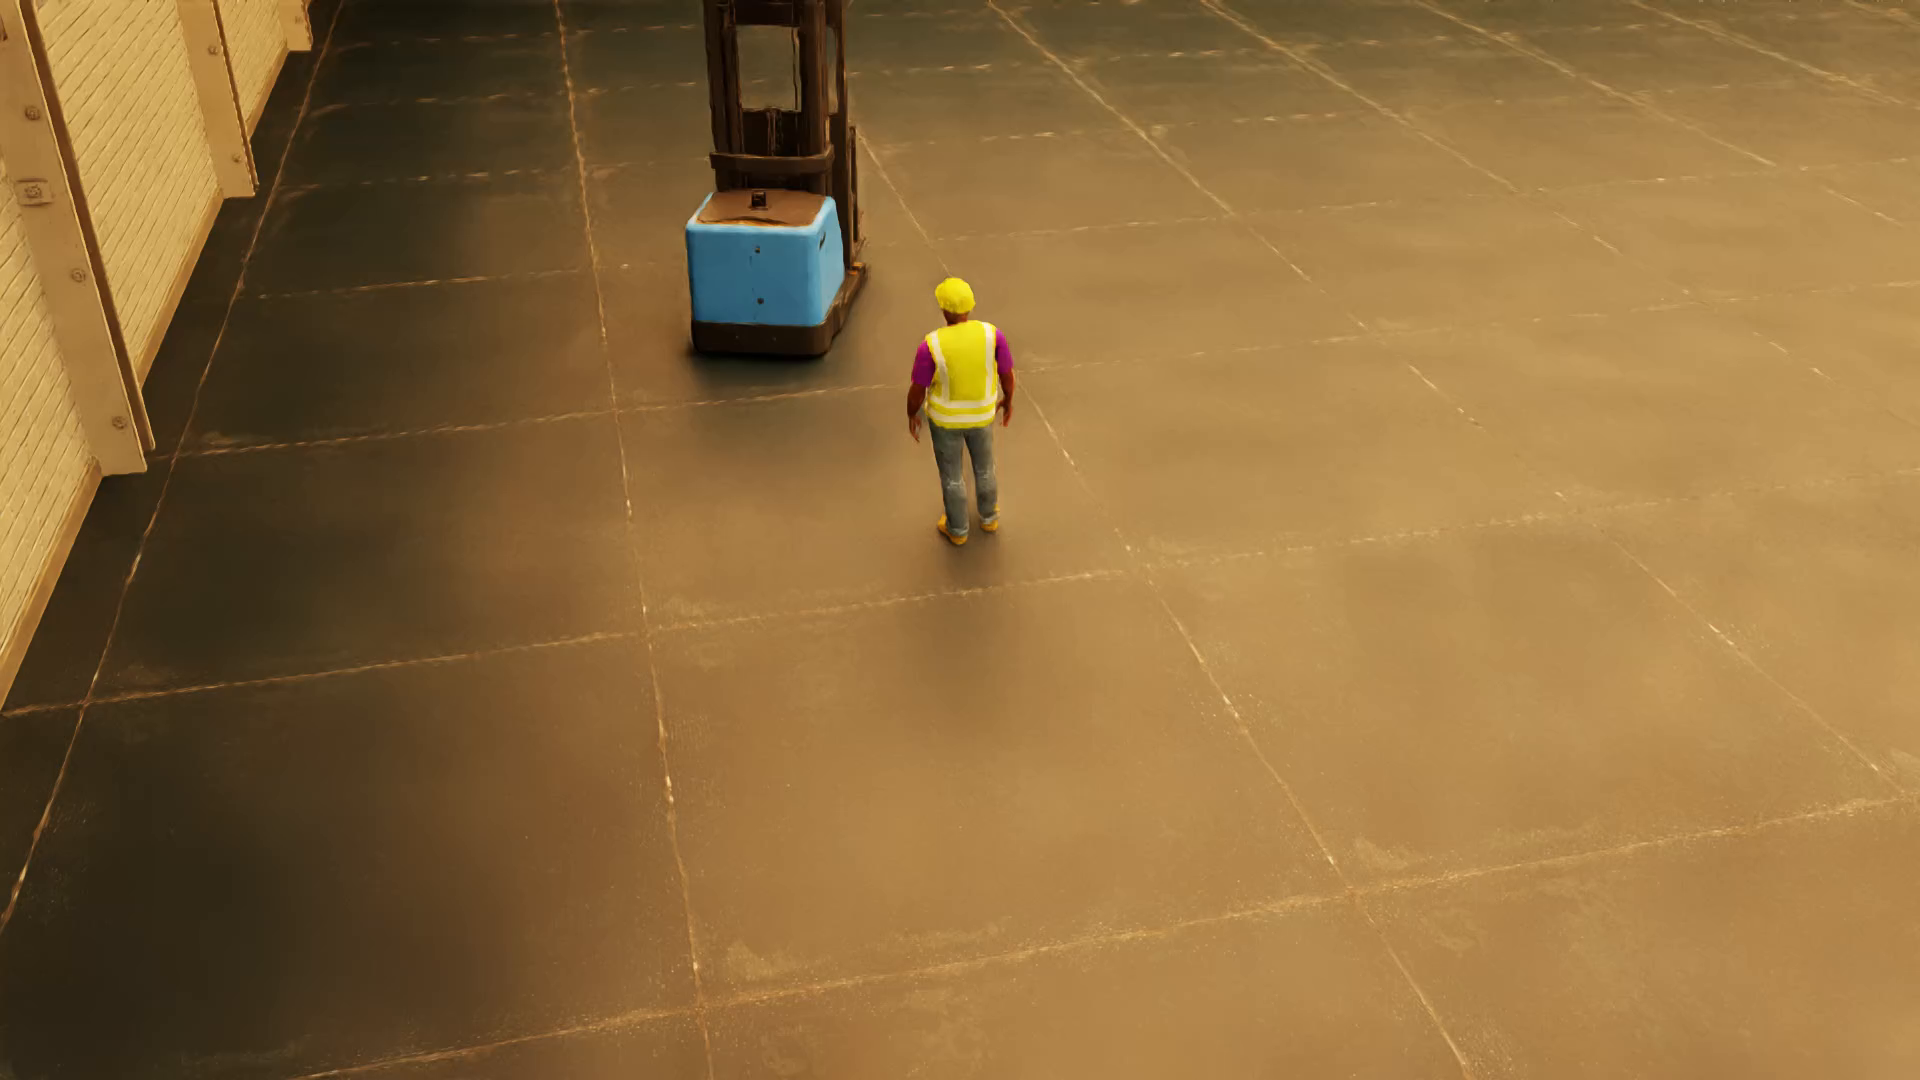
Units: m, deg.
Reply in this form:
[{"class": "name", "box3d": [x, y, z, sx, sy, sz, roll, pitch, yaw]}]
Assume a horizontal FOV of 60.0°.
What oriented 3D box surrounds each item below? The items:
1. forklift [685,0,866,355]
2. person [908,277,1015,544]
[{"class": "forklift", "box3d": [-1.405, -3.408, 13.461, 1.130, 2.935, 3.031, 3, 30, 6]}, {"class": "person", "box3d": [-0.011, -0.802, 10.115, 0.665, 1.760, 0.576, -7, 31, -12]}]
